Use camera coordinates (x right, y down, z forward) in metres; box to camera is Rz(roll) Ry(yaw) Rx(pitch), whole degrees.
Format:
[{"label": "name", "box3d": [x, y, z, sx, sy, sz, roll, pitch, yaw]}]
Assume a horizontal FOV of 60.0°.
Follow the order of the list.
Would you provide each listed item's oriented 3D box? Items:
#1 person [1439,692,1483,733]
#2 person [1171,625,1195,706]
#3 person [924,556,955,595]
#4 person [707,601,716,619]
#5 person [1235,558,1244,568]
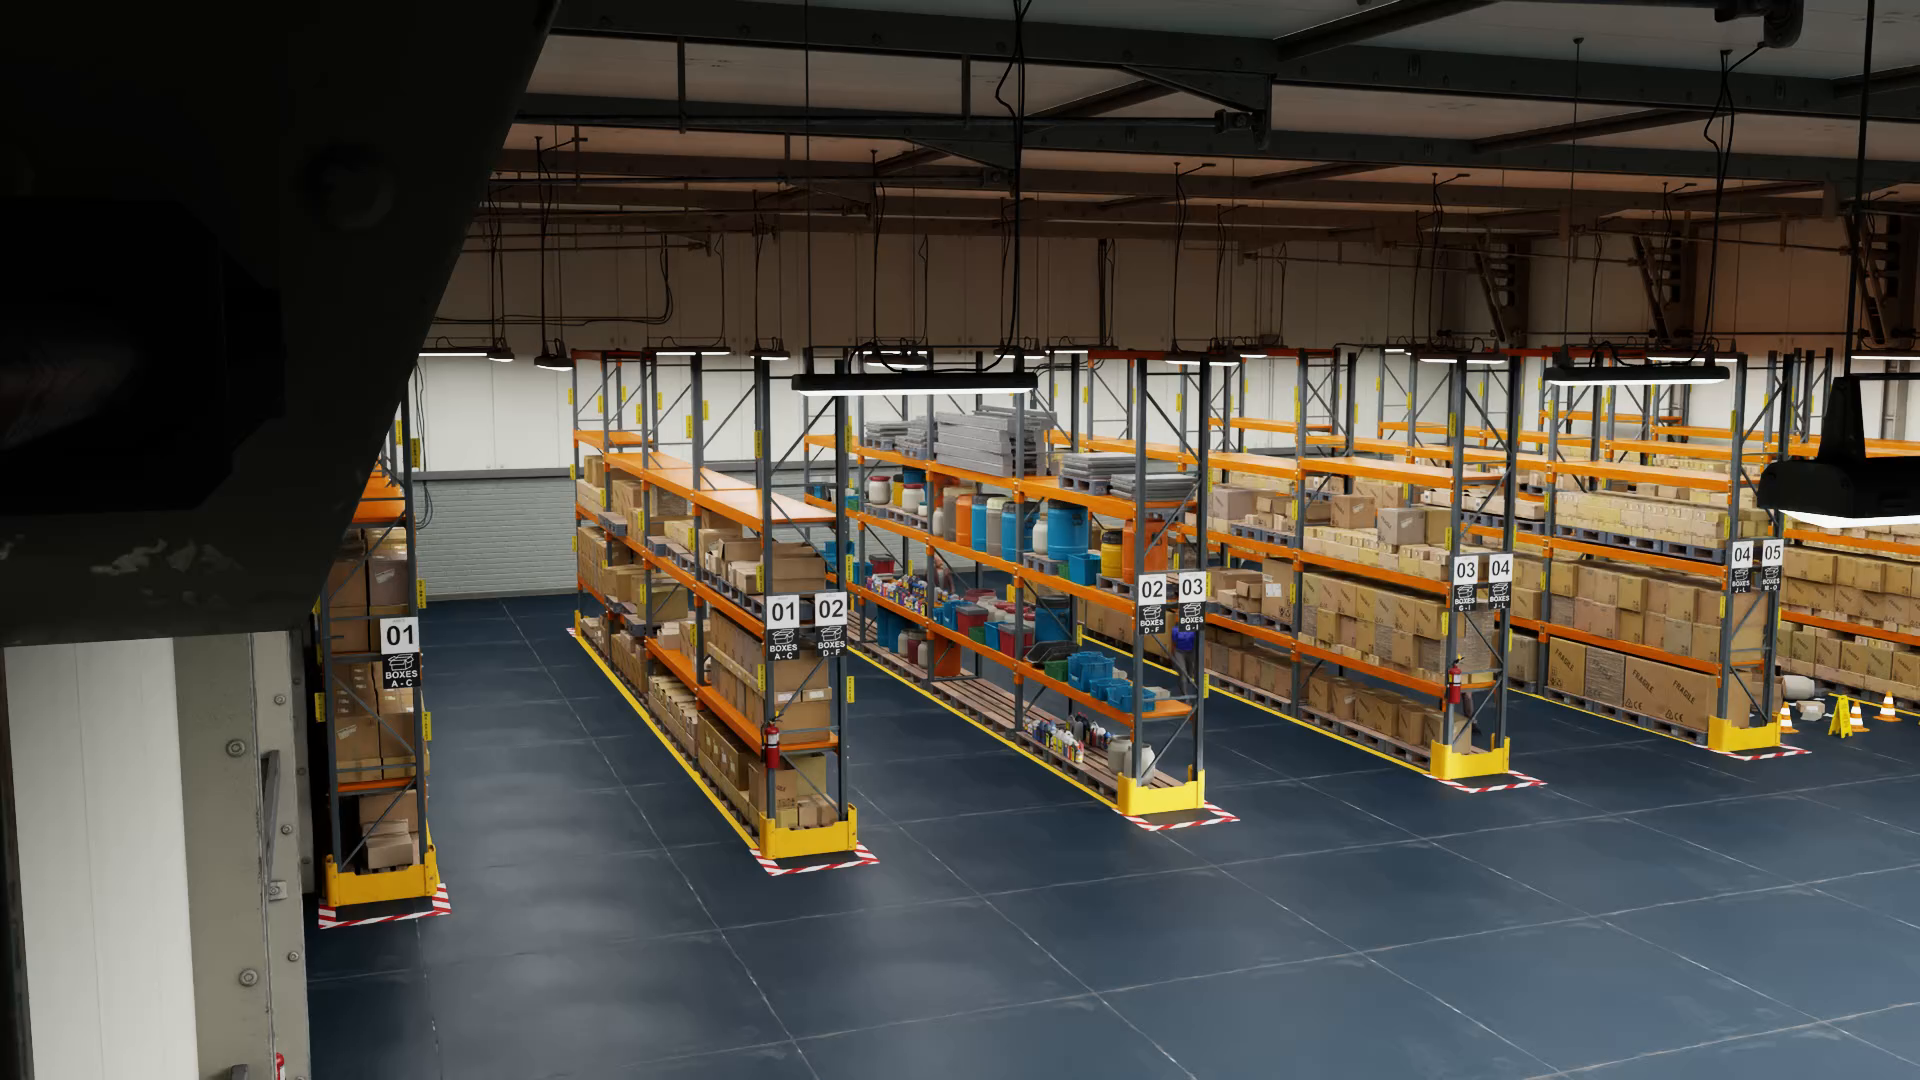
[{"label": "person", "box3d": [7.956, 2.173, 26.560, 0.554, 1.681, 0.920, -1, 7, -10]}, {"label": "person", "box3d": [3.841, 1.986, 28.518, 0.479, 1.615, 0.924, -1, 7, -11]}, {"label": "person", "box3d": [-0.404, 1.185, 34.328, 0.606, 1.728, 1.081, -4, 8, -30]}, {"label": "person", "box3d": [-4.899, 1.483, 32.375, 0.455, 1.637, 0.863, -3, 8, -24]}, {"label": "person", "box3d": [7.576, -0.146, 44.993, 0.565, 1.764, 0.838, 4, 8, 30]}]
